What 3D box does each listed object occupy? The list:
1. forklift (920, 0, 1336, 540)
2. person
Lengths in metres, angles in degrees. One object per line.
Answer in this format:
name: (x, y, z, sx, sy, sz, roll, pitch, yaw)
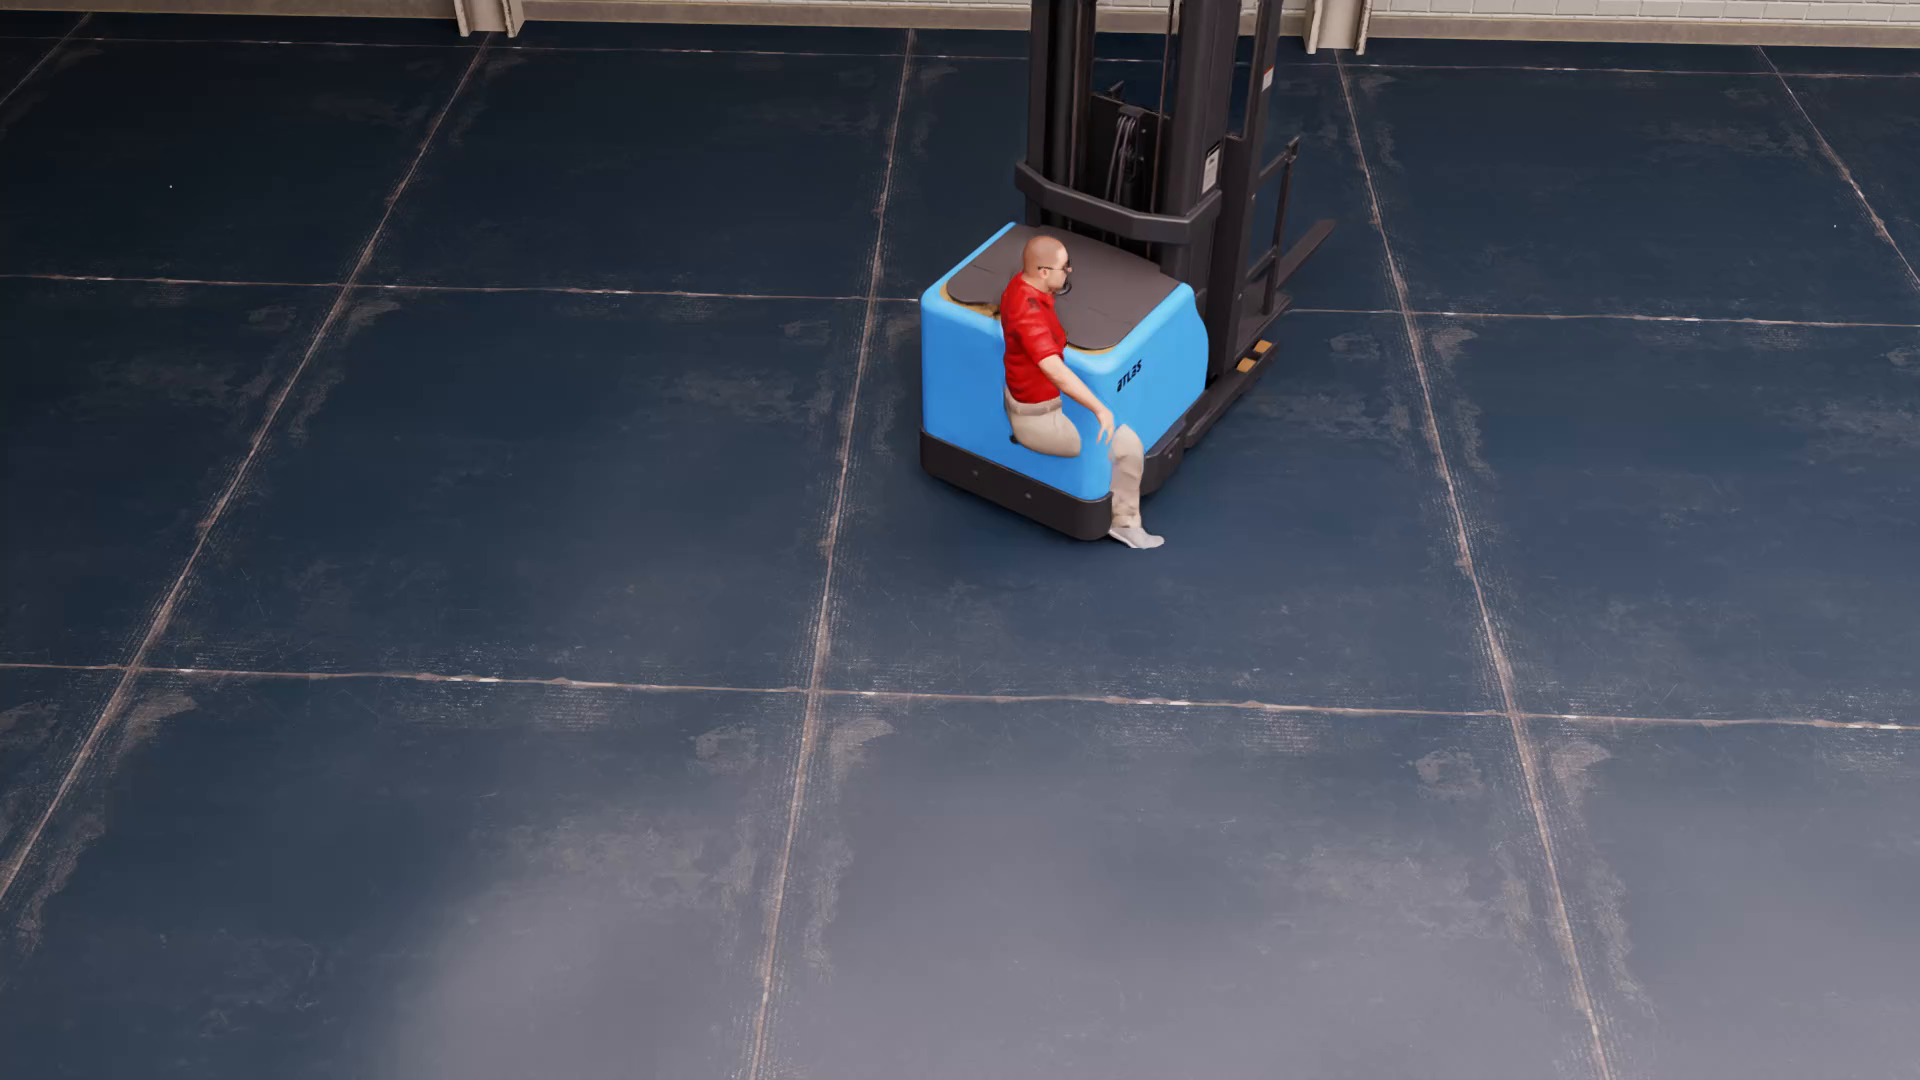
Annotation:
forklift: (1.046, -2.042, 7.979, 1.130, 2.935, 3.031, 25, 48, 24)
person: (0.580, -0.674, 7.587, 0.788, 1.541, 0.950, -9, 43, -10)
